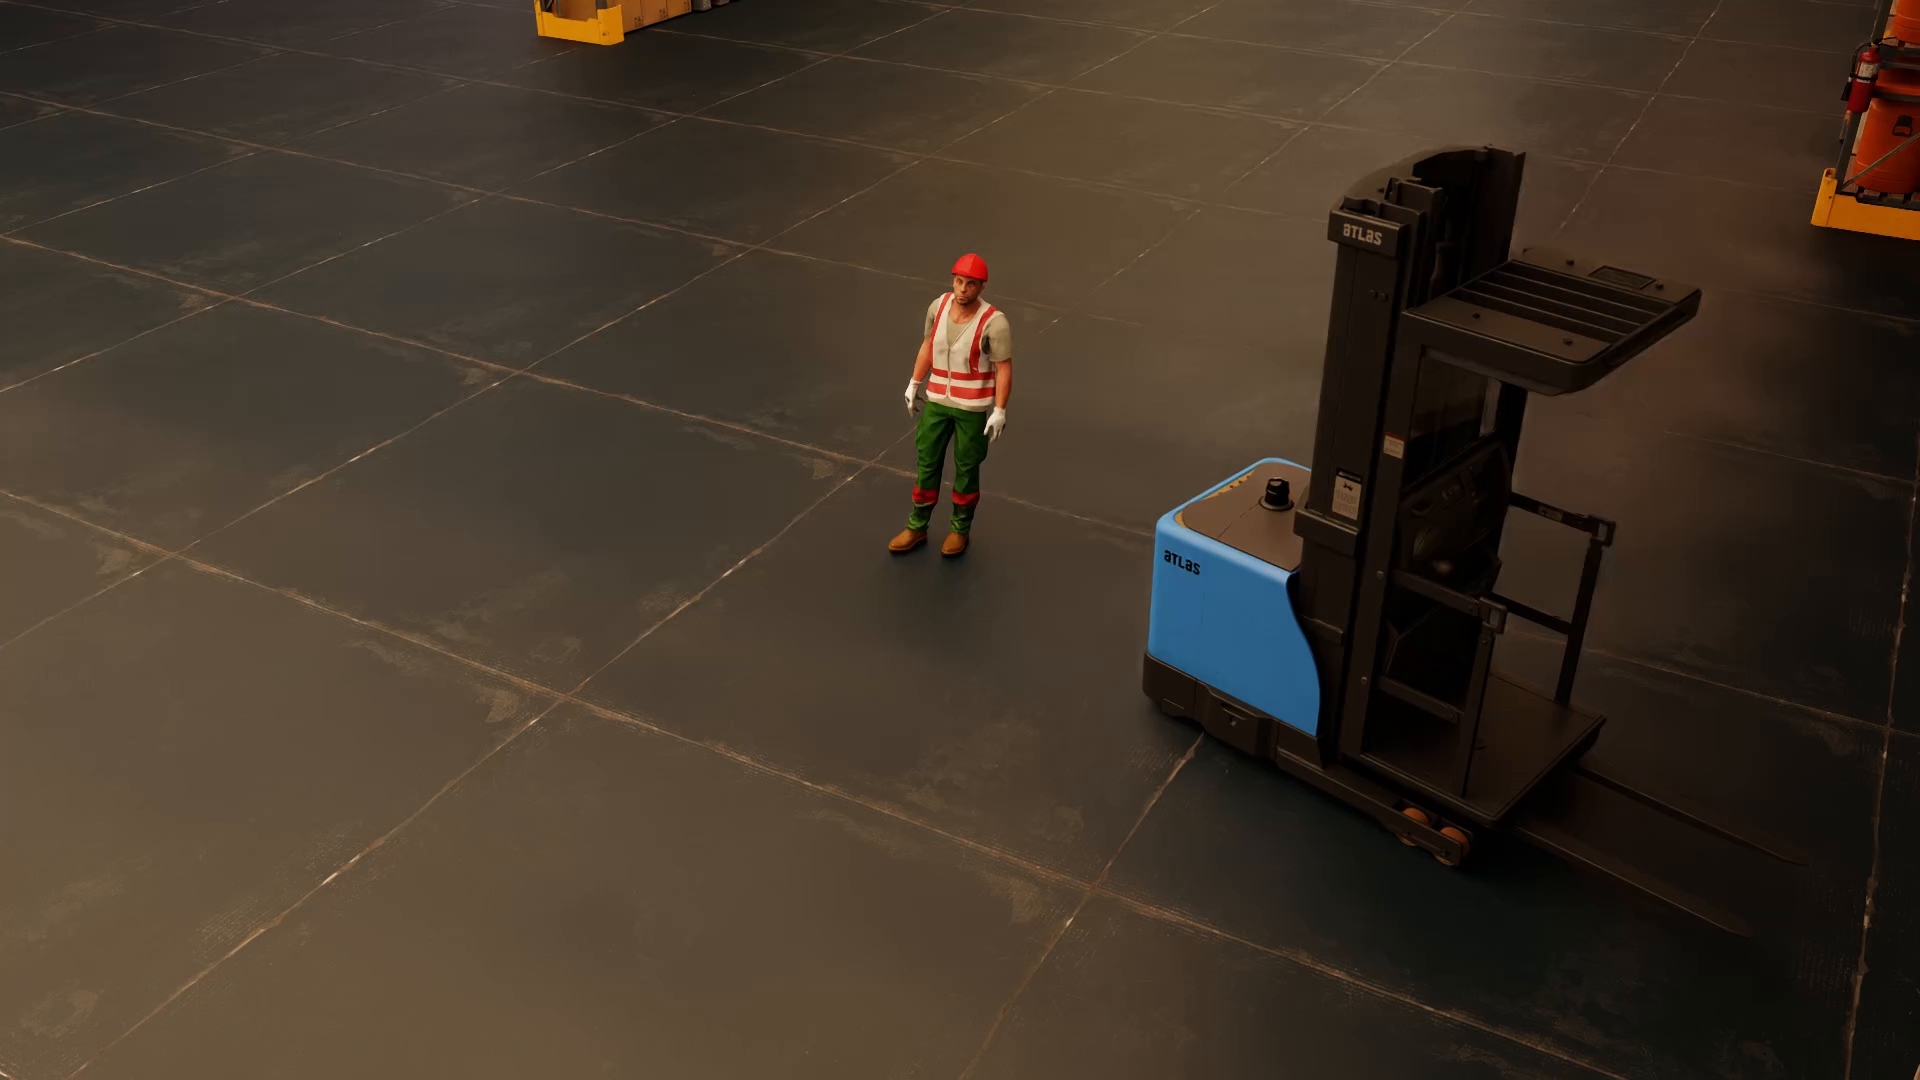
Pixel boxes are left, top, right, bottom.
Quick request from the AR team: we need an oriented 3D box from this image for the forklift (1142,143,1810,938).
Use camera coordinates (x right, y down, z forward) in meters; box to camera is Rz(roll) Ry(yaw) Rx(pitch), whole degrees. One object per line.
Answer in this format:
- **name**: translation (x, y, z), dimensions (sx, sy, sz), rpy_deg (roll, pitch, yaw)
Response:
- **forklift**: translation (2.345, -0.104, 7.251), dimensions (3.031, 2.935, 1.130), rpy_deg (26, 39, 37)

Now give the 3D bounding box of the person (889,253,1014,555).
- **person**: translation (-0.049, -0.748, 9.495), dimensions (0.638, 1.789, 0.562), rpy_deg (15, 33, 25)
